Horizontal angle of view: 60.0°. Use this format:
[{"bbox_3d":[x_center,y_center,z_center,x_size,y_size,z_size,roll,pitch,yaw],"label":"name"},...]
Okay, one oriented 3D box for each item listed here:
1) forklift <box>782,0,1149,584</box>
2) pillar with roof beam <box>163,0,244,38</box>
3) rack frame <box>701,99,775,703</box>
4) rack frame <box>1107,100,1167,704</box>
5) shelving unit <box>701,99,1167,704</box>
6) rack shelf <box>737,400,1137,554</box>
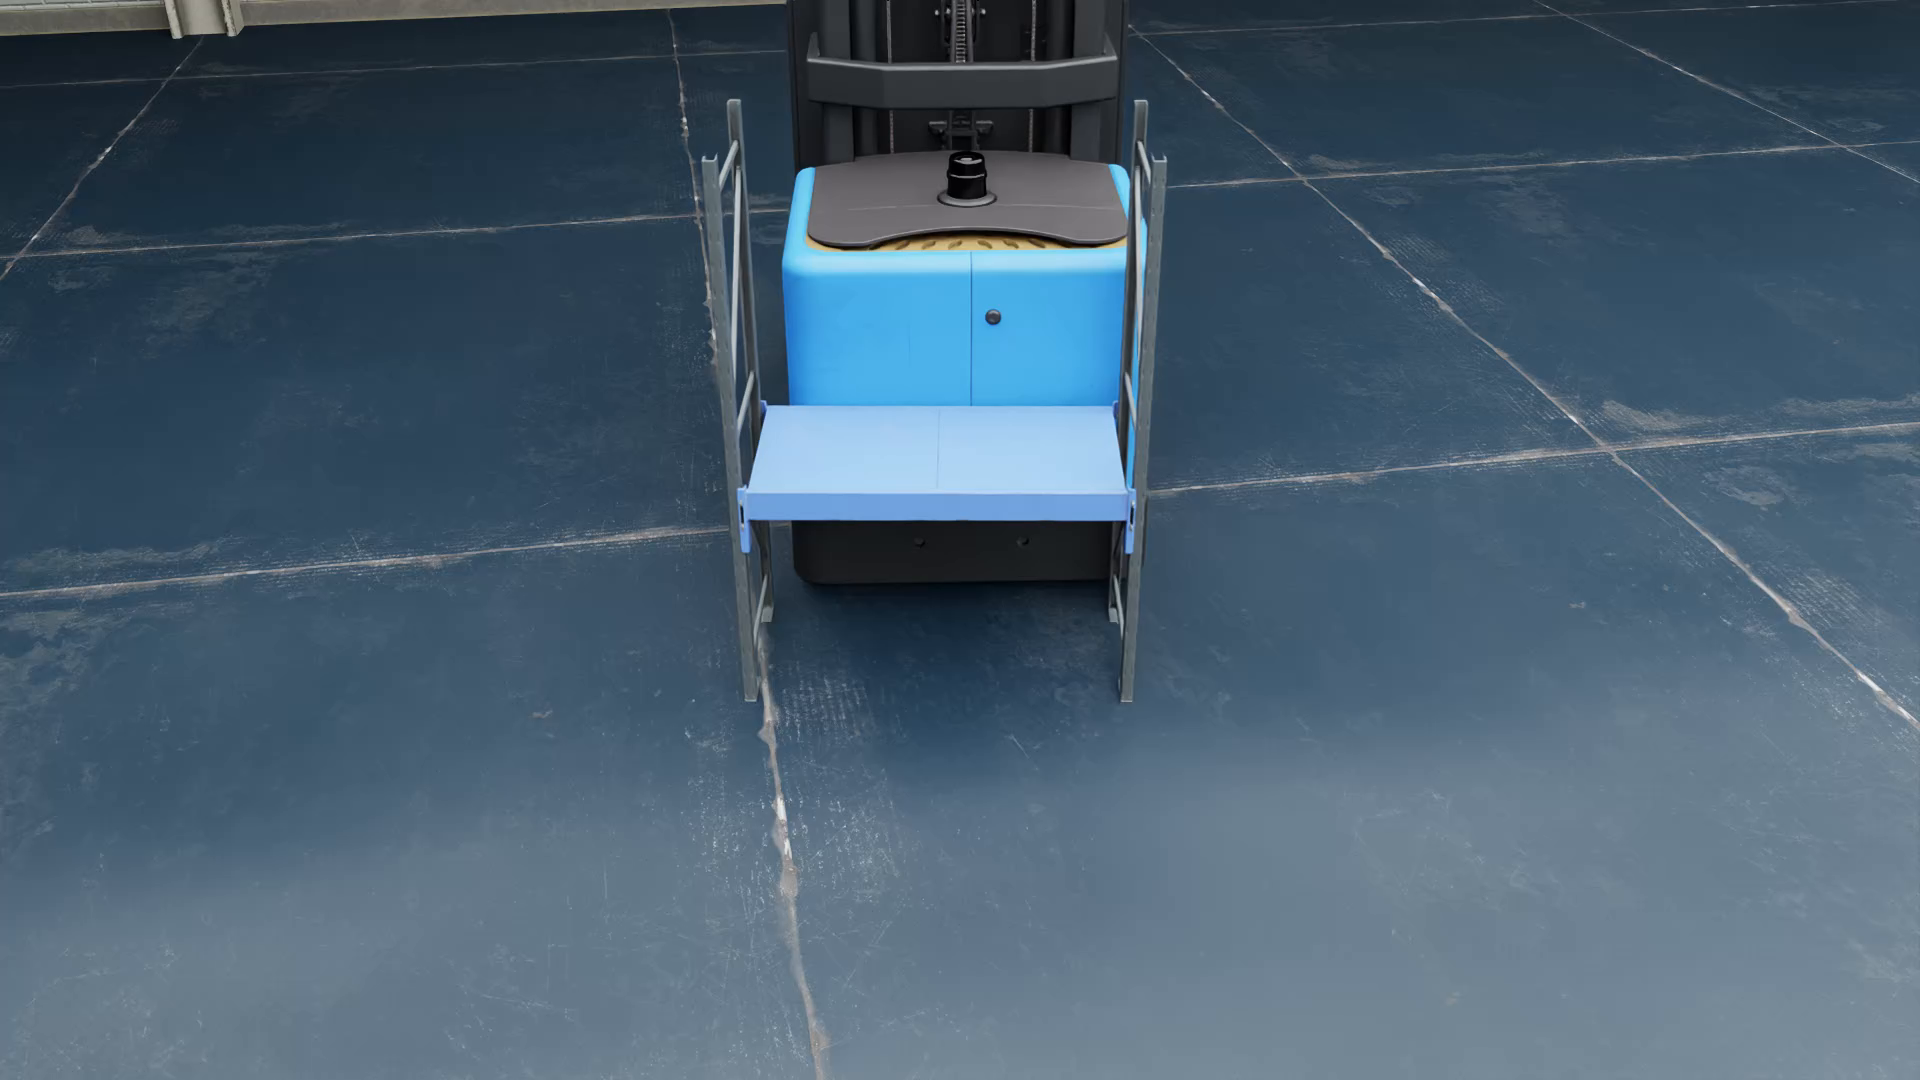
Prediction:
[{"bbox_3d":[-0.016,-1.845,5.496,1.130,2.935,3.031,-1,30,-2],"label":"forklift"},{"bbox_3d":[-4.165,-5.078,5.008,0.400,9.000,9.100,-5,31,-9],"label":"pillar with roof beam"},{"bbox_3d":[-0.566,-0.332,4.335,0.032,1.500,0.500,0,30,0],"label":"rack frame"},{"bbox_3d":[0.451,-0.330,4.331,0.032,1.500,0.500,0,30,0],"label":"rack frame"},{"bbox_3d":[-0.057,-0.331,4.333,1.048,1.500,0.538,0,30,0],"label":"shelving unit"},{"bbox_3d":[-0.057,-0.176,4.424,1.000,0.185,0.538,0,30,0],"label":"rack shelf"}]
